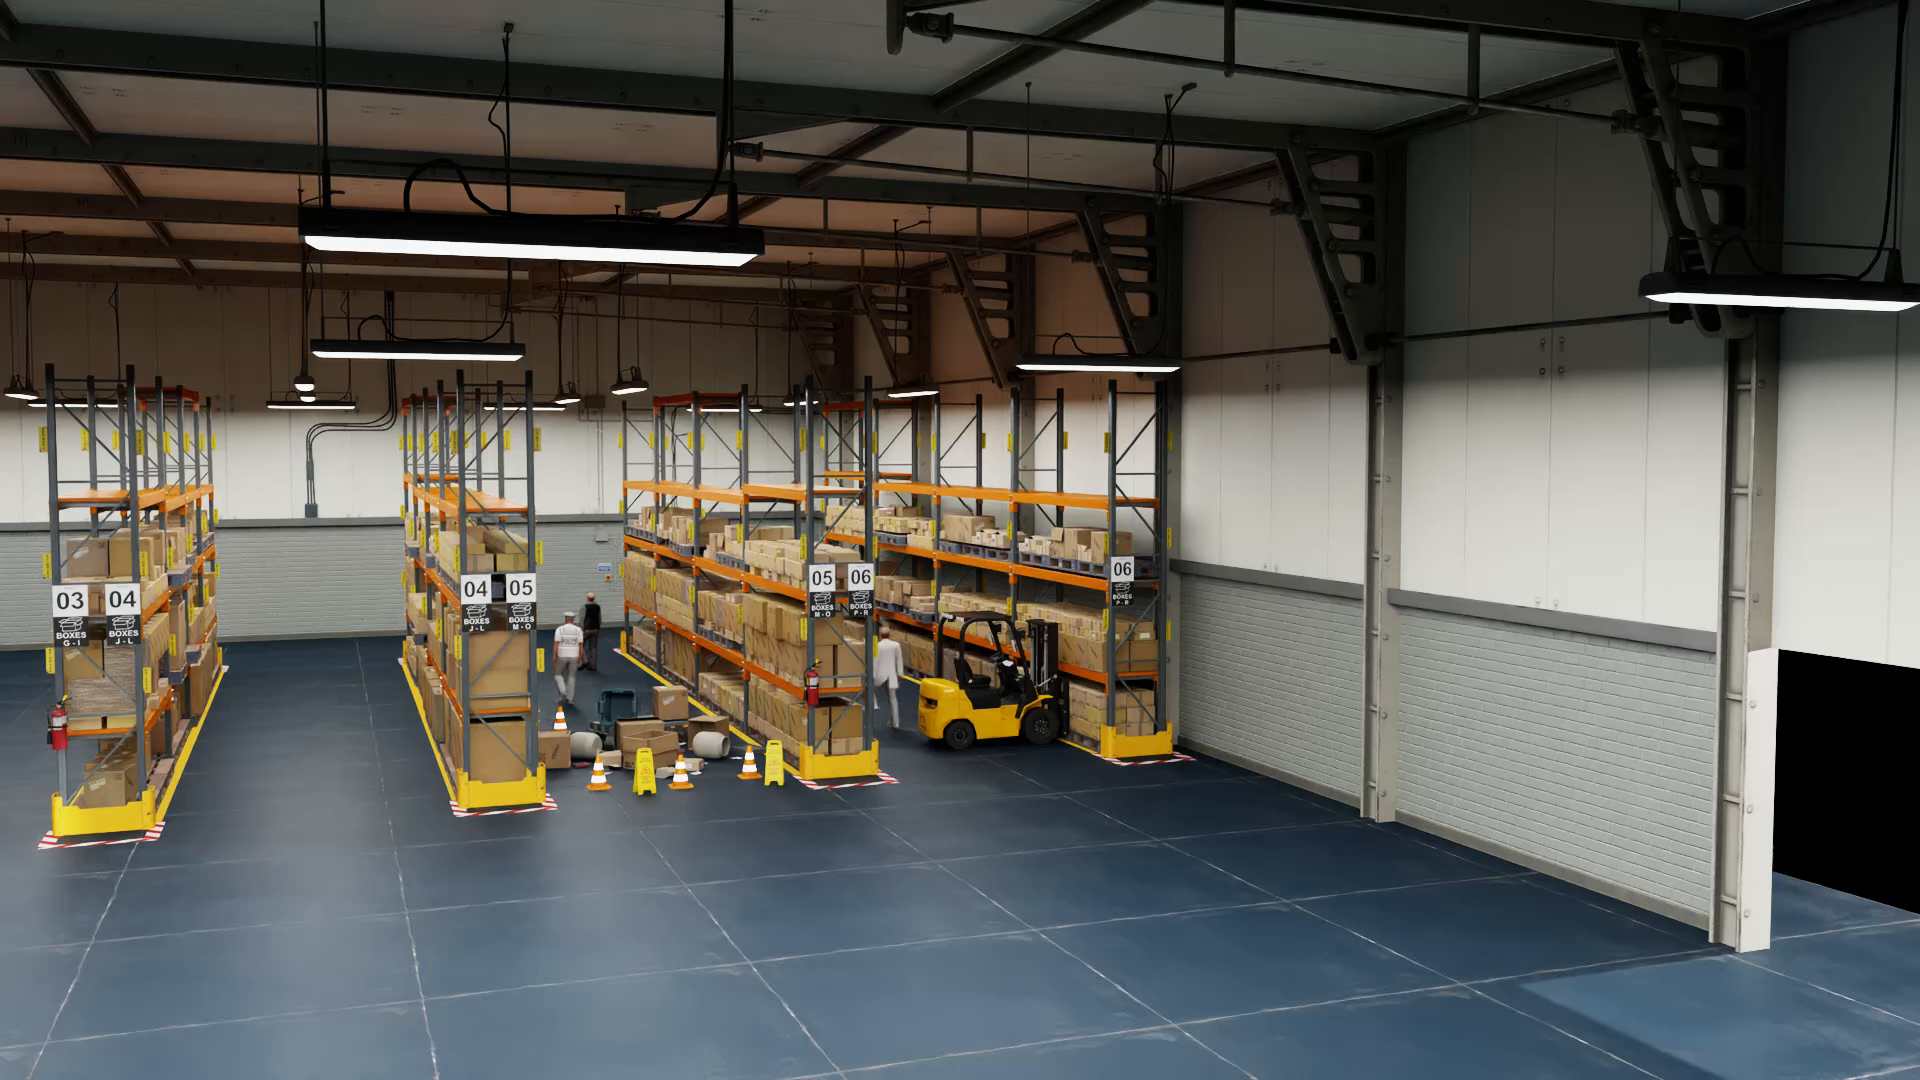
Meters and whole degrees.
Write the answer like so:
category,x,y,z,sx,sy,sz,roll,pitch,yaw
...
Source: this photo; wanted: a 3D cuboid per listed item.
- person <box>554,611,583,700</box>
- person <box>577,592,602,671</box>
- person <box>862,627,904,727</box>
category,x,y,z,sx,sy,sz,roll,pitch,yaw
person,-7.489,2.220,31.845,0.539,1.683,0.405,-1,4,-20
person,-8.111,2.002,36.415,0.556,1.713,0.471,-3,4,-38
person,-1.321,2.395,29.284,0.686,1.749,0.824,-2,4,-26
